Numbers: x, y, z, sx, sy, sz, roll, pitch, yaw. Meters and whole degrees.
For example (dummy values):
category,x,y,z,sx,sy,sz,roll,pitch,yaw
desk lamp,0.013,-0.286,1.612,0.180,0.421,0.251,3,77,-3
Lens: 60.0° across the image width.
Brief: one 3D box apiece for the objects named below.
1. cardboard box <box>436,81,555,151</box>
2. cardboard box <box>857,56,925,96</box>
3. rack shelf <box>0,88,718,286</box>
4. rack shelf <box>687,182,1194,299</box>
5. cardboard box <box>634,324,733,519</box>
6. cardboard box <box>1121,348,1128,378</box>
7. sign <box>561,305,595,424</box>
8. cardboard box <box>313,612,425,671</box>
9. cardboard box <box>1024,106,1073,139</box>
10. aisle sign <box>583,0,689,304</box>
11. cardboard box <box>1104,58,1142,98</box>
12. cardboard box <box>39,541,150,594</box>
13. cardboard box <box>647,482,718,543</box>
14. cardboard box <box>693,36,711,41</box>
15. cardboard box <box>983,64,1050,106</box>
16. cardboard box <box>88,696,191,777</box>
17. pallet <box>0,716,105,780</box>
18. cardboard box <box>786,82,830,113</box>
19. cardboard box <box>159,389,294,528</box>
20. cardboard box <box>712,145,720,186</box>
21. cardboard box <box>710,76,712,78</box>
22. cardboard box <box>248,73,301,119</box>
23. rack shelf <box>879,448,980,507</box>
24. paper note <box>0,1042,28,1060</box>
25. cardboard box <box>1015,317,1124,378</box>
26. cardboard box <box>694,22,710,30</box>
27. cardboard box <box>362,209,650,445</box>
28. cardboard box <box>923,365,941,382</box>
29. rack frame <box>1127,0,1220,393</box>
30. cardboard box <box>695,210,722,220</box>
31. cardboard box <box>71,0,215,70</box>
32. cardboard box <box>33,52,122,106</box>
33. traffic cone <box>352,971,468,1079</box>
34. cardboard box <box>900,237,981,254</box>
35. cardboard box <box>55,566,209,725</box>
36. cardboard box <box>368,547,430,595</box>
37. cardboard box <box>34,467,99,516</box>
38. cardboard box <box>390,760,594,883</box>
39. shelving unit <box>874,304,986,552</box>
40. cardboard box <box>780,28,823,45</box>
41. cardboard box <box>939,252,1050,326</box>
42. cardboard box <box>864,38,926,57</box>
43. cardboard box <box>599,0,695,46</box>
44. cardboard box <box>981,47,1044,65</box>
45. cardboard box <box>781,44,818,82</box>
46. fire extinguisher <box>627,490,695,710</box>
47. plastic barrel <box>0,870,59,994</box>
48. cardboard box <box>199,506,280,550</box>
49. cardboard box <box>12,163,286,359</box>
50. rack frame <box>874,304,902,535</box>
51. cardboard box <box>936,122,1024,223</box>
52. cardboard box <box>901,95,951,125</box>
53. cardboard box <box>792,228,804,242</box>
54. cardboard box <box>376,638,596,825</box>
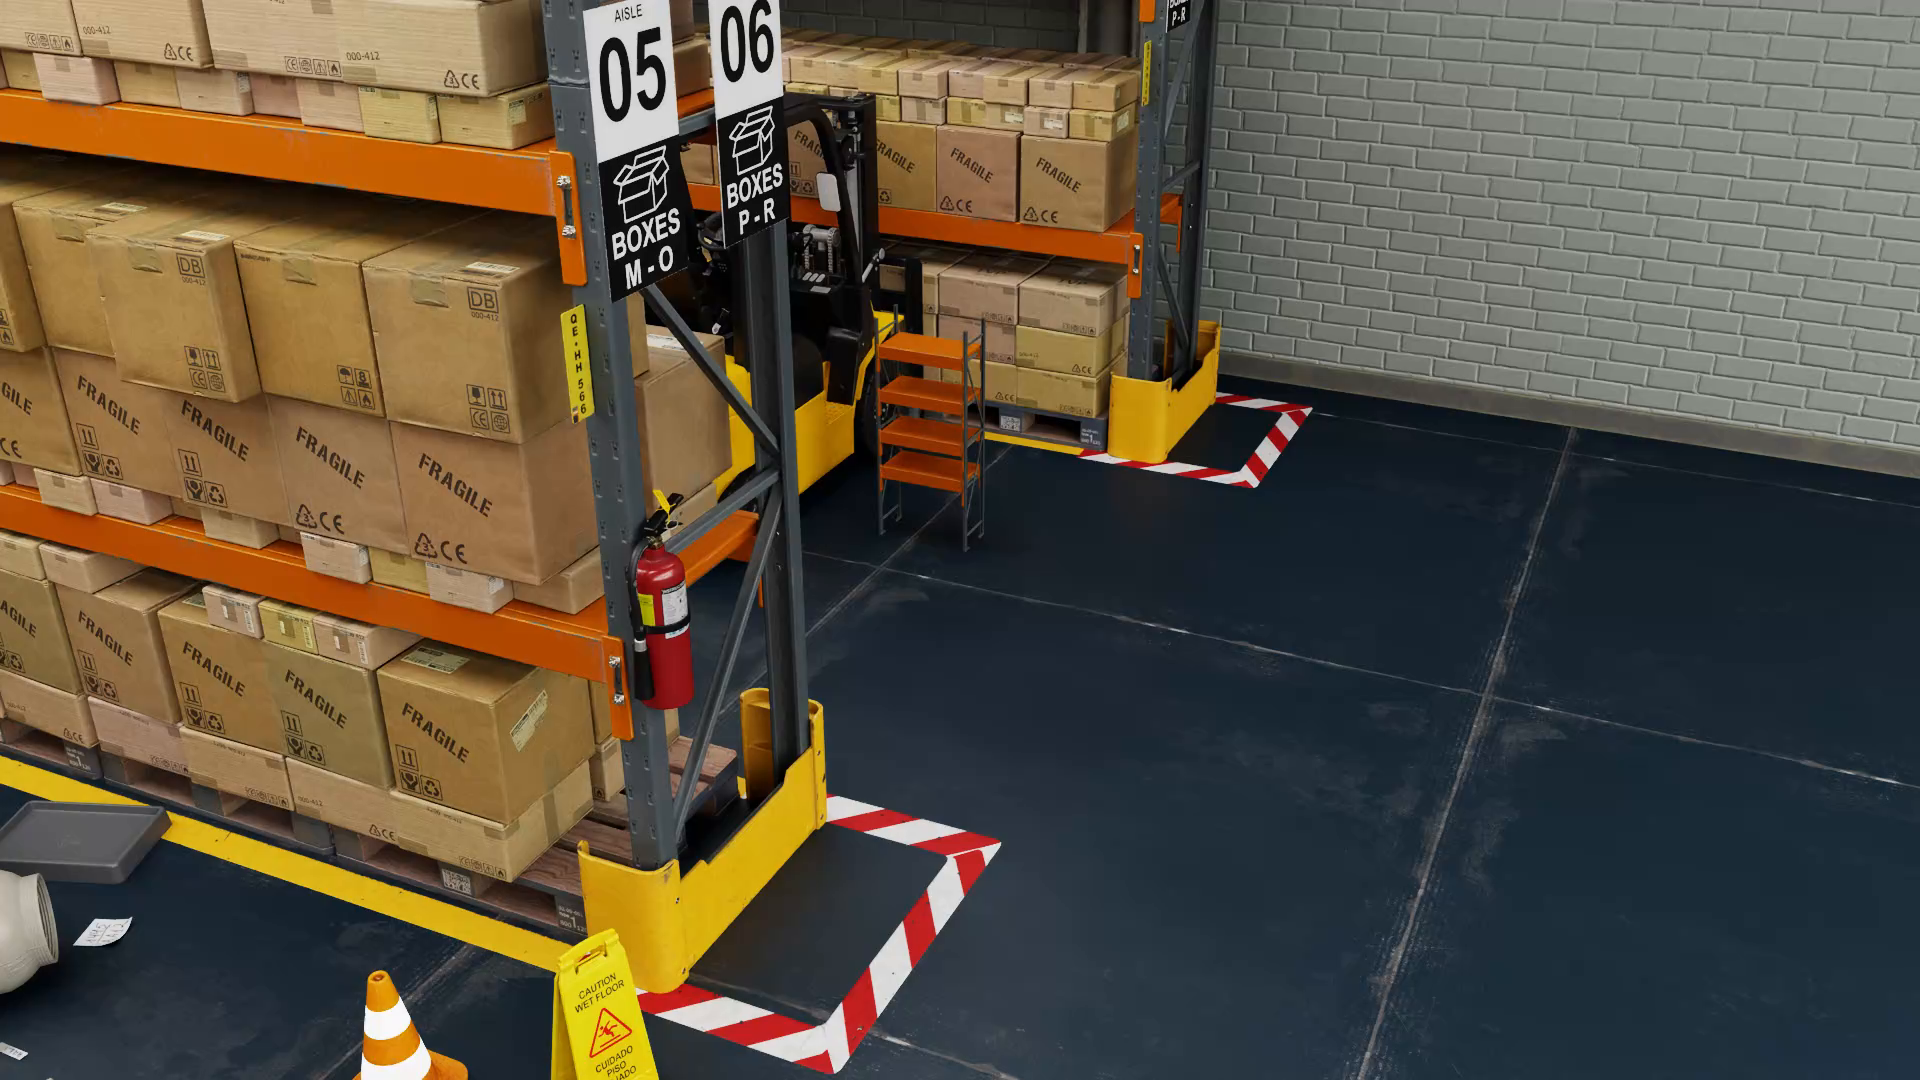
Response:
category,x,y,z,sx,sy,sz,roll,pitch,yaw
cardboard box,-1.270,-1.238,4.758,0.250,0.149,0.380,11,28,22
cardboard box,-0.394,-2.692,9.638,0.250,0.149,0.380,12,29,23
rack shelf,-2.650,-1.441,5.700,4.000,0.370,1.077,11,28,22
rack shelf,-0.598,-2.092,10.418,4.000,0.370,1.077,11,28,22
cardboard box,-1.145,-0.429,5.775,0.500,0.500,0.500,11,28,21
cardboard box,0.856,-1.172,10.373,0.500,0.250,0.500,11,28,22
sign,-1.077,-0.494,4.689,0.005,0.325,0.100,11,28,22
cardboard box,-2.028,0.283,5.832,0.250,0.149,0.380,12,29,23
cardboard box,0.546,-2.370,9.321,0.250,0.149,0.380,12,29,23
aisle sign,-0.893,-1.091,4.627,0.004,0.787,0.394,11,28,22
cardboard box,1.005,-2.666,9.584,0.250,0.149,0.380,11,28,21
cardboard box,-3.241,0.039,6.330,0.250,0.149,0.380,13,29,25
cardboard box,-1.053,-0.085,5.812,0.250,0.149,0.380,11,28,22
cardboard box,-1.740,-3.018,10.299,0.250,0.149,0.380,11,28,21
cardboard box,0.322,-2.569,9.387,0.250,0.149,0.380,12,29,23
cardboard box,-3.070,0.667,6.637,0.500,0.250,0.500,11,28,21
pallet,-3.844,0.576,7.342,1.213,0.211,1.003,11,28,22
cardboard box,-0.838,-2.662,9.912,0.250,0.149,0.380,11,28,21
cardboard box,-2.345,-0.406,5.728,0.500,0.500,0.500,11,28,22
cardboard box,-1.181,-2.458,10.234,0.500,0.500,0.500,11,28,21
cardboard box,-1.559,-2.794,10.182,0.250,0.149,0.380,12,29,23
cardboard box,-1.941,-1.406,5.098,0.250,0.149,0.380,12,28,22
rack shelf,-0.151,-0.330,8.664,0.480,0.148,0.258,11,28,22
paper note,-3.072,1.653,5.380,0.123,0.001,0.032,11,28,22
cardboard box,0.650,-1.191,9.846,0.500,0.250,0.500,11,28,21
cardboard box,-1.792,-3.250,10.772,0.250,0.149,0.380,11,28,20
cardboard box,-1.384,-0.685,5.164,0.500,0.500,0.700,11,28,21
cardboard box,-0.237,-1.153,10.333,0.500,0.250,0.500,12,29,22
rack frame,1.222,-2.049,9.516,0.127,3.000,1.000,11,28,22
cardboard box,-1.424,-2.085,11.095,0.500,0.250,0.500,11,28,21
cardboard box,-2.338,-1.635,5.112,0.500,0.250,0.500,12,29,23
cardboard box,-2.686,-1.501,5.292,0.250,0.149,0.380,11,28,21
traffic cone,-1.755,1.526,5.127,0.334,0.463,0.336,11,28,22
cardboard box,-0.044,-1.802,10.520,0.500,0.250,0.500,11,28,21
cardboard box,-3.082,0.330,6.472,0.500,0.500,0.500,13,29,24
cardboard box,-1.759,0.021,5.597,0.250,0.149,0.380,11,28,21
cardboard box,-3.156,-0.247,6.140,0.250,0.149,0.380,12,28,22
cardboard box,-1.698,0.949,6.065,0.500,0.250,0.500,11,28,22
shelving unit,-0.151,-0.569,8.546,0.503,1.200,0.258,11,28,22
cardboard box,-1.064,-3.131,10.530,0.250,0.149,0.380,11,28,21
cardboard box,0.207,-1.502,9.911,0.500,0.250,0.500,12,29,23
cardboard box,-0.391,-2.960,10.182,0.250,0.149,0.380,12,28,22
cardboard box,-1.177,-1.664,5.170,0.500,0.250,0.500,11,28,21
cardboard box,0.315,-2.821,9.899,0.250,0.149,0.380,12,28,22
cardboard box,-1.046,-2.869,9.996,0.250,0.149,0.380,11,28,22
fire extinguisher,-0.916,0.188,5.059,0.183,0.674,0.296,11,28,22
plastic barrel,-3.336,1.334,5.560,0.512,0.421,0.421,-12,29,-23
cardboard box,-2.451,-0.128,5.898,0.250,0.149,0.380,11,28,21
cardboard box,-2.746,-0.980,5.762,0.500,0.500,0.700,11,28,21
rack frame,-0.373,-0.613,8.637,0.015,1.200,0.240,11,28,22
cardboard box,0.197,-2.177,9.662,0.500,0.500,0.500,12,29,23
cardboard box,-0.149,-2.522,9.629,0.250,0.149,0.380,10,28,20
cardboard box,-1.190,-1.785,10.486,0.500,0.250,0.500,12,29,24
cardboard box,-1.666,0.615,5.894,0.500,0.500,0.500,12,28,22
